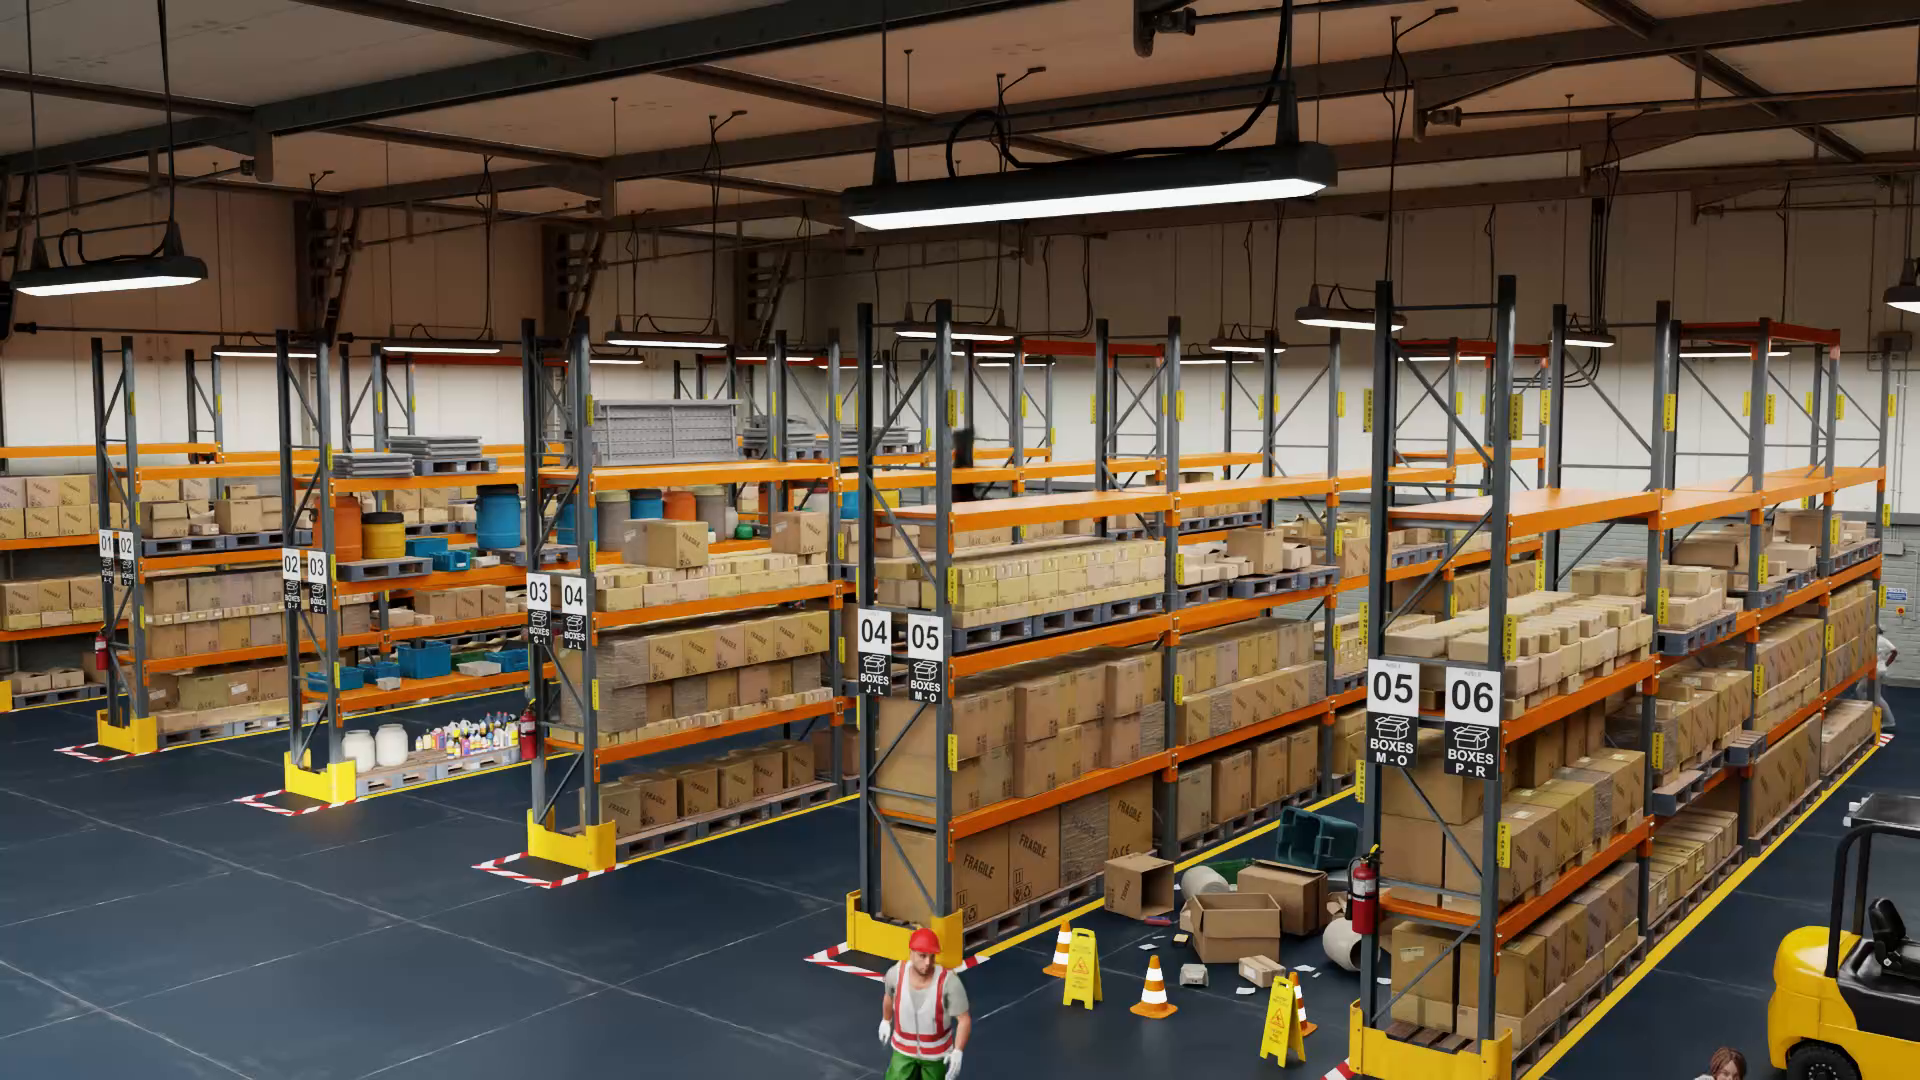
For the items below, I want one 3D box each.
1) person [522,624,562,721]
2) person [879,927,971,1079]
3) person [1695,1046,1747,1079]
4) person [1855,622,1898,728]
[{"bbox_3d":[-6.545,2.103,25.900,0.928,1.596,0.496,-5,7,-43],"label":"person"},{"bbox_3d":[-0.254,3.350,10.801,0.669,1.722,0.765,1,5,7],"label":"person"},{"bbox_3d":[4.331,3.569,9.495,0.587,1.542,0.617,4,6,36],"label":"person"},{"bbox_3d":[14.142,2.090,25.733,0.563,1.744,0.710,-4,6,-37],"label":"person"}]
